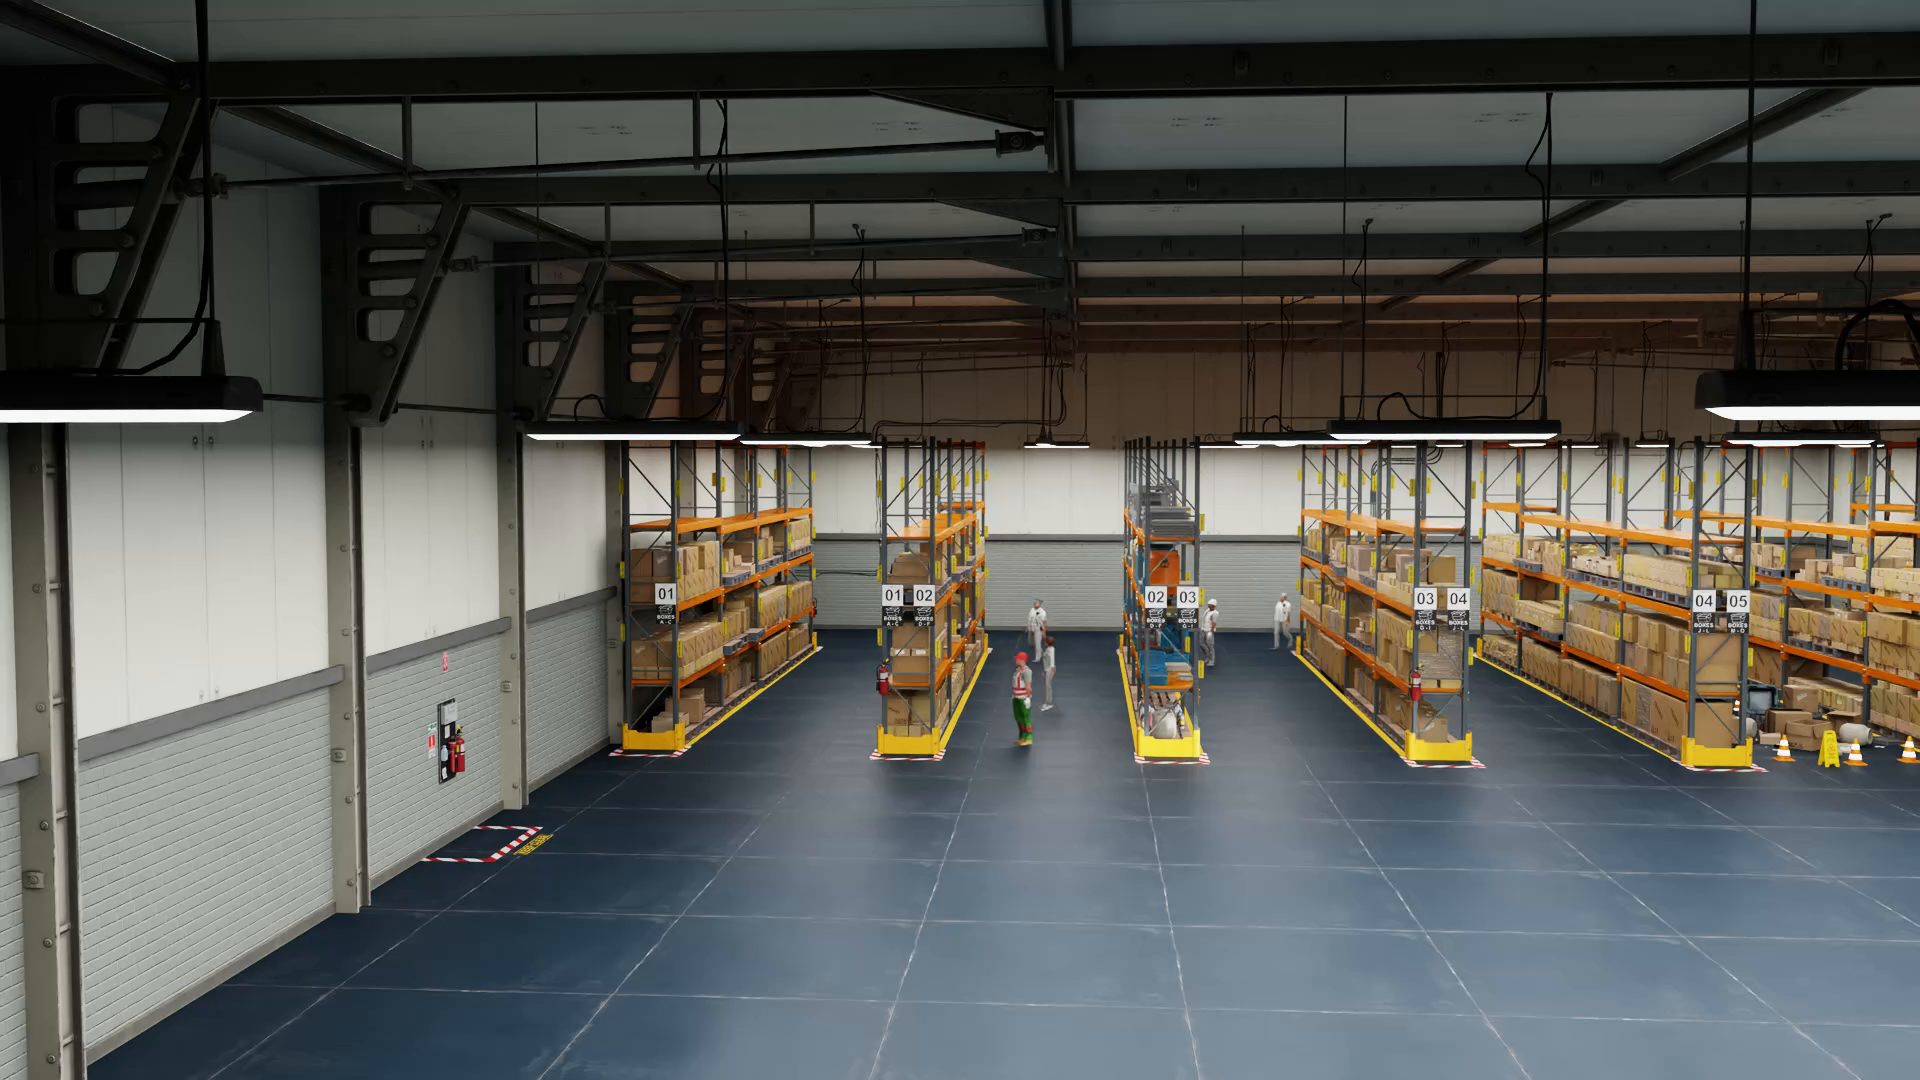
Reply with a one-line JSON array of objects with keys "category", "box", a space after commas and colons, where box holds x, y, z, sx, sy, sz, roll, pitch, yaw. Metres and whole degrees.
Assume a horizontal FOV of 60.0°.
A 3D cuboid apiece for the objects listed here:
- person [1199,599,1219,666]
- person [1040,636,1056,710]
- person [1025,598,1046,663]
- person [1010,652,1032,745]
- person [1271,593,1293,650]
[{"category": "person", "box": [6.627, 2.455, 44.430, 0.459, 1.779, 0.674, -2, 3, -26]}, {"category": "person", "box": [1.947, 2.944, 36.977, 0.394, 1.610, 0.525, 0, 3, -4]}, {"category": "person", "box": [2.092, 2.437, 45.143, 0.591, 1.738, 0.873, 3, 4, 43]}, {"category": "person", "box": [1.210, 3.099, 32.377, 0.353, 1.827, 0.652, -1, 3, -24]}, {"category": "person", "box": [9.288, 2.335, 47.871, 0.467, 1.642, 0.760, 2, 4, 32]}]
